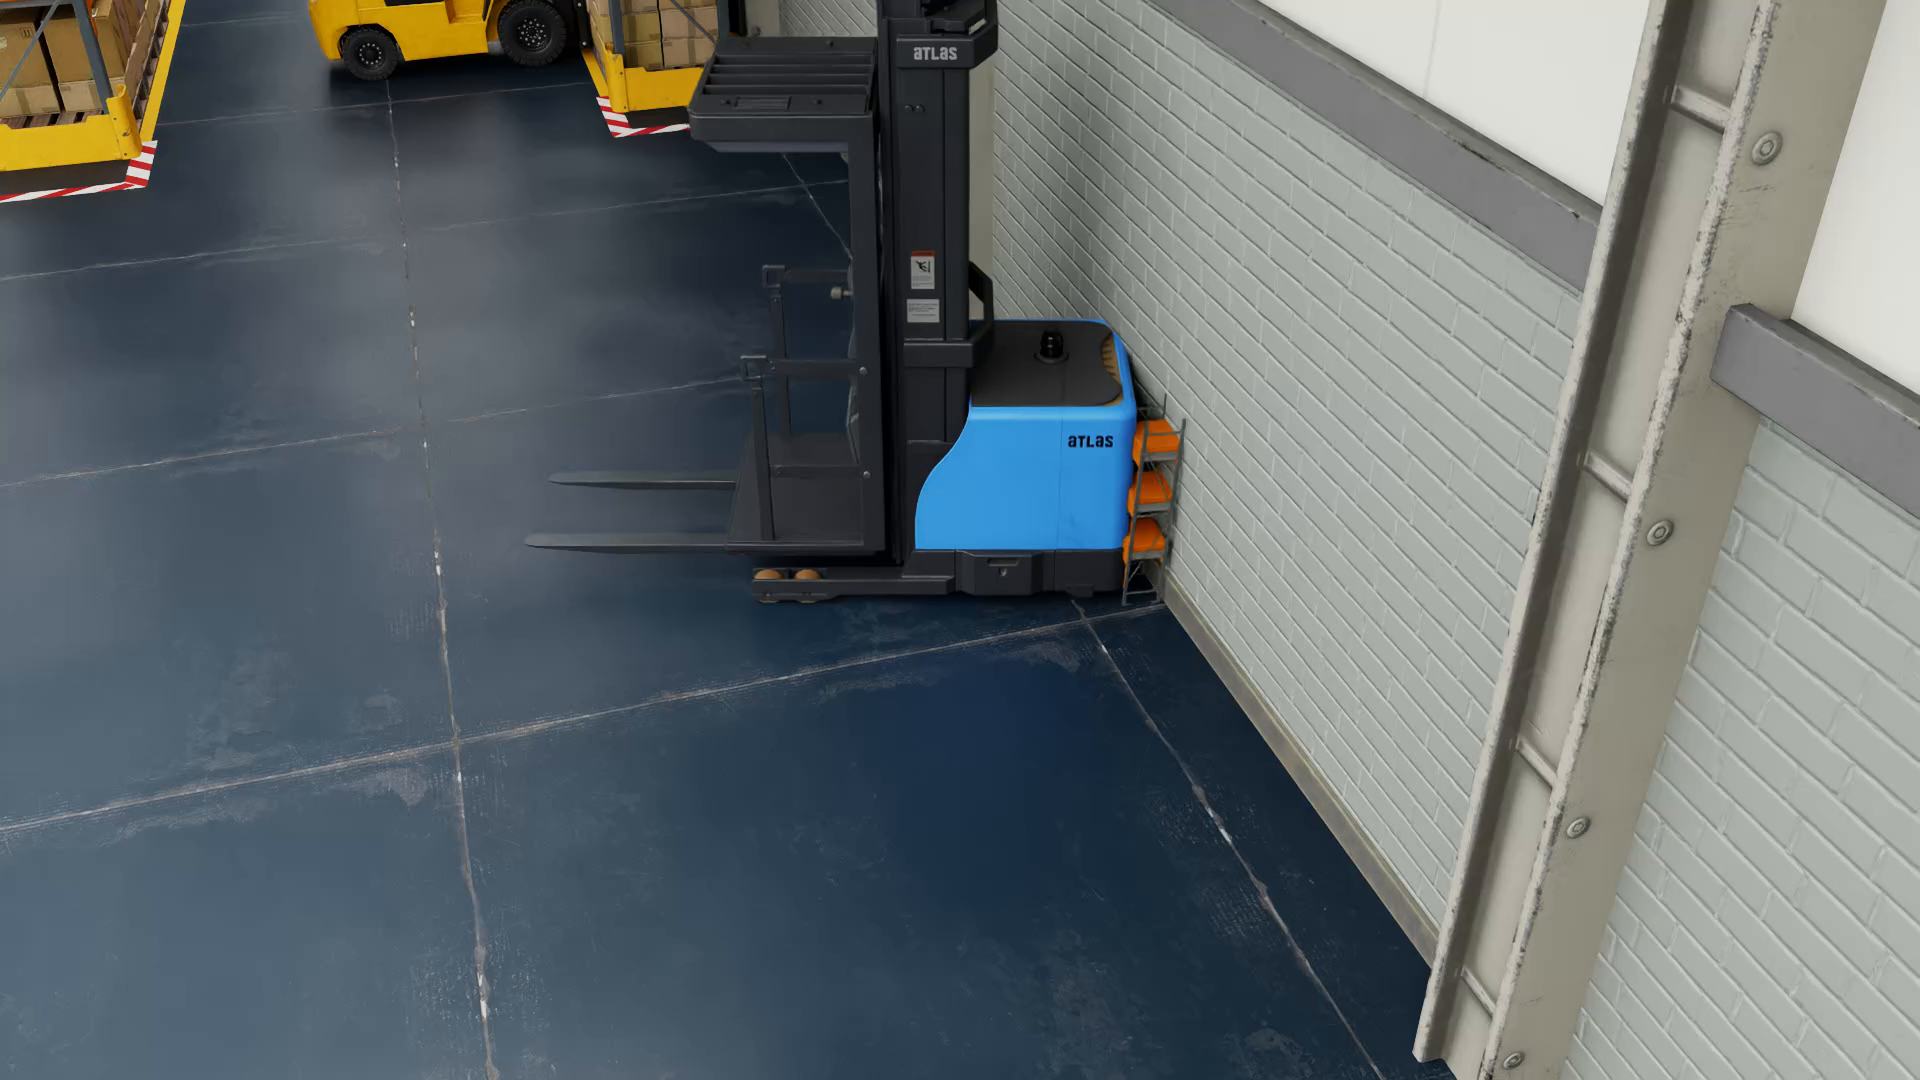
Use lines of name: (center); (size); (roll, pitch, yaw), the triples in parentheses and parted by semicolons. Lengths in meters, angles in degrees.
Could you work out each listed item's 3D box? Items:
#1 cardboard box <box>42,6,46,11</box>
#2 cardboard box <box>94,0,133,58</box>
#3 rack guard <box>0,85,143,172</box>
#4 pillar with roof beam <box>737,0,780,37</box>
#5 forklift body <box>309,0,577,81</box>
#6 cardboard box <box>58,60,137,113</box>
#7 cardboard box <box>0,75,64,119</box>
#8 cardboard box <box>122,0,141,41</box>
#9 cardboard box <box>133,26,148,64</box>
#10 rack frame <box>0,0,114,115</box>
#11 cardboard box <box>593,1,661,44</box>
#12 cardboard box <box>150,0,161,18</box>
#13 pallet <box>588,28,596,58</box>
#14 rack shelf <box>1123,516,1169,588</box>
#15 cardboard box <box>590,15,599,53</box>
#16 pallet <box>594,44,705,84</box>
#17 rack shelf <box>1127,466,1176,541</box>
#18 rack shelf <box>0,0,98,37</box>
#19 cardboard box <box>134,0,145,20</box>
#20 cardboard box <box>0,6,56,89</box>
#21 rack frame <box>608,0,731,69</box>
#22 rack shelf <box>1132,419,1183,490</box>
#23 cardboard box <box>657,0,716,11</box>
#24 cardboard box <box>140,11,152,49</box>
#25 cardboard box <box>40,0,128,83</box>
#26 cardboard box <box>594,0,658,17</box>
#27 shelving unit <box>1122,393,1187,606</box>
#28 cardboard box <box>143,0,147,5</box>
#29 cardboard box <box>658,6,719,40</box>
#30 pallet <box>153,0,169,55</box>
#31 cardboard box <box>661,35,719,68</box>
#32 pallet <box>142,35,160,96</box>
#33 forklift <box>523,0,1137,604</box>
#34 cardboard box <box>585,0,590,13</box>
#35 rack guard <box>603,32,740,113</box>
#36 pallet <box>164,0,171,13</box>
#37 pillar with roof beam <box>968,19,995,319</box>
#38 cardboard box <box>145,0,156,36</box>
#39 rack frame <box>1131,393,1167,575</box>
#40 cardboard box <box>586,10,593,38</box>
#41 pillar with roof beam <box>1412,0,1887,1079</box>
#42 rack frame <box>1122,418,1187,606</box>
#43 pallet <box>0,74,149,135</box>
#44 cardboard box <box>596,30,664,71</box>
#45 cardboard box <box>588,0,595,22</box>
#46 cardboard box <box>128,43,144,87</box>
cardboard box: (-7.859, -4.276, 13.934); (0.500, 0.500, 0.500); (-9, 34, -13)
cardboard box: (-7.358, -4.382, 14.094); (0.500, 0.500, 0.500); (-11, 35, -17)
rack guard: (-7.227, -3.282, 13.264); (1.175, 0.500, 0.348); (-10, 35, -15)
pillar with roof beam: (-5.932, -7.418, 11.813); (9.100, 9.000, 0.400); (-10, 35, -15)
forklift body: (-4.794, -5.457, 15.057); (2.313, 2.155, 1.214); (-10, 35, -15)
cardboard box: (-7.186, -3.783, 13.868); (0.500, 0.250, 0.500); (-10, 35, -15)
cardboard box: (-7.714, -3.705, 13.749); (0.500, 0.250, 0.500); (-10, 35, -15)
cardboard box: (-7.503, -4.647, 14.495); (0.500, 0.500, 0.500); (-9, 35, -14)
cardboard box: (-7.513, -4.337, 14.705); (0.500, 0.250, 0.500); (-8, 34, -12)
rack frame: (-7.204, -4.285, 12.514); (1.000, 3.000, 0.127); (-10, 35, -15)
cardboard box: (-2.924, -4.561, 14.592); (0.500, 0.250, 0.500); (-10, 35, -15)
cardboard box: (-7.988, -5.148, 15.933); (0.500, 0.250, 0.500); (-8, 34, -13)
pallet: (-3.119, -4.992, 16.114); (1.003, 0.211, 1.213); (-10, 35, -15)
rack shelf: (0.882, 0.053, 8.218); (0.215, 0.259, 0.240); (-5, 35, -12)
cardboard box: (-3.065, -4.606, 15.113); (0.500, 0.250, 0.500); (-10, 35, -15)
pallet: (-2.751, -4.353, 15.146); (1.003, 0.211, 1.213); (-10, 35, -15)
rack shelf: (0.896, -0.177, 8.063); (0.215, 0.259, 0.240); (-5, 35, -12)
rack shelf: (-7.814, -5.035, 14.302); (1.077, 0.370, 4.000); (-10, 35, -15)
cardboard box: (-7.674, -4.926, 14.917); (0.500, 0.500, 0.500); (-8, 34, -12)
cardboard box: (-7.696, -4.003, 13.520); (0.500, 0.500, 0.500); (-10, 35, -14)
rack frame: (-2.478, -5.122, 13.780); (1.000, 3.000, 0.127); (-10, 35, -15)
rack shelf: (0.909, -0.411, 7.903); (0.215, 0.259, 0.240); (-5, 35, -12)
cardboard box: (-2.444, -4.851, 14.577); (0.500, 0.250, 0.500); (-11, 35, -15)
cardboard box: (-7.665, -4.602, 15.107); (0.500, 0.250, 0.500); (-9, 35, -14)
cardboard box: (-7.194, -4.108, 13.680); (0.500, 0.500, 0.500); (-11, 35, -16)
cardboard box: (-2.915, -4.756, 14.433); (0.500, 0.250, 0.500); (-9, 34, -13)
shelving unit: (0.896, -0.186, 8.057); (0.215, 1.050, 0.252); (-5, 35, -12)
cardboard box: (-7.831, -5.194, 15.322); (0.500, 0.500, 0.500); (-9, 35, -14)
cardboard box: (-2.423, -4.640, 14.711); (0.500, 0.250, 0.500); (-9, 35, -14)
pallet: (-8.185, -4.875, 15.936); (1.003, 0.211, 1.213); (-10, 35, -15)
cardboard box: (-2.441, -4.441, 14.863); (0.500, 0.250, 0.500); (-10, 35, -15)
pallet: (-7.810, -4.234, 14.965); (1.003, 0.211, 1.213); (-10, 35, -15)
forklift: (-0.670, -1.199, 7.907); (3.031, 2.935, 1.130); (0, 33, 0)
cardboard box: (-3.244, -5.094, 15.398); (0.500, 0.250, 0.500); (-11, 35, -16)
rack guard: (-2.470, -4.066, 14.450); (1.175, 0.500, 0.348); (-10, 35, -15)
pallet: (-8.663, -5.630, 17.079); (1.003, 0.211, 1.213); (-10, 35, -15)
pillar with roof beam: (-4.101, -4.268, 7.046); (9.100, 9.000, 0.400); (-10, 35, -15)
cardboard box: (-7.816, -4.870, 15.513); (0.500, 0.250, 0.500); (-11, 35, -16)
rack frame: (0.869, -0.253, 8.154); (0.200, 1.050, 0.008); (-5, 35, -12)
cardboard box: (-3.209, -4.870, 15.513); (0.500, 0.250, 0.500); (-10, 35, -14)
pillar with roof beam: (-2.271, -1.118, 2.279); (9.100, 9.000, 0.400); (-10, 35, -15)
rack frame: (0.924, -0.118, 7.959); (0.200, 1.050, 0.008); (-5, 35, -12)
pallet: (-7.441, -3.594, 13.998); (1.003, 0.211, 1.213); (-10, 35, -15)
cardboard box: (-2.922, -4.343, 14.715); (0.500, 0.250, 0.500); (-10, 35, -14)
cardboard box: (-3.067, -4.827, 14.993); (0.500, 0.250, 0.500); (-10, 35, -15)
cardboard box: (-7.335, -4.052, 14.275); (0.500, 0.250, 0.500); (-9, 34, -13)
